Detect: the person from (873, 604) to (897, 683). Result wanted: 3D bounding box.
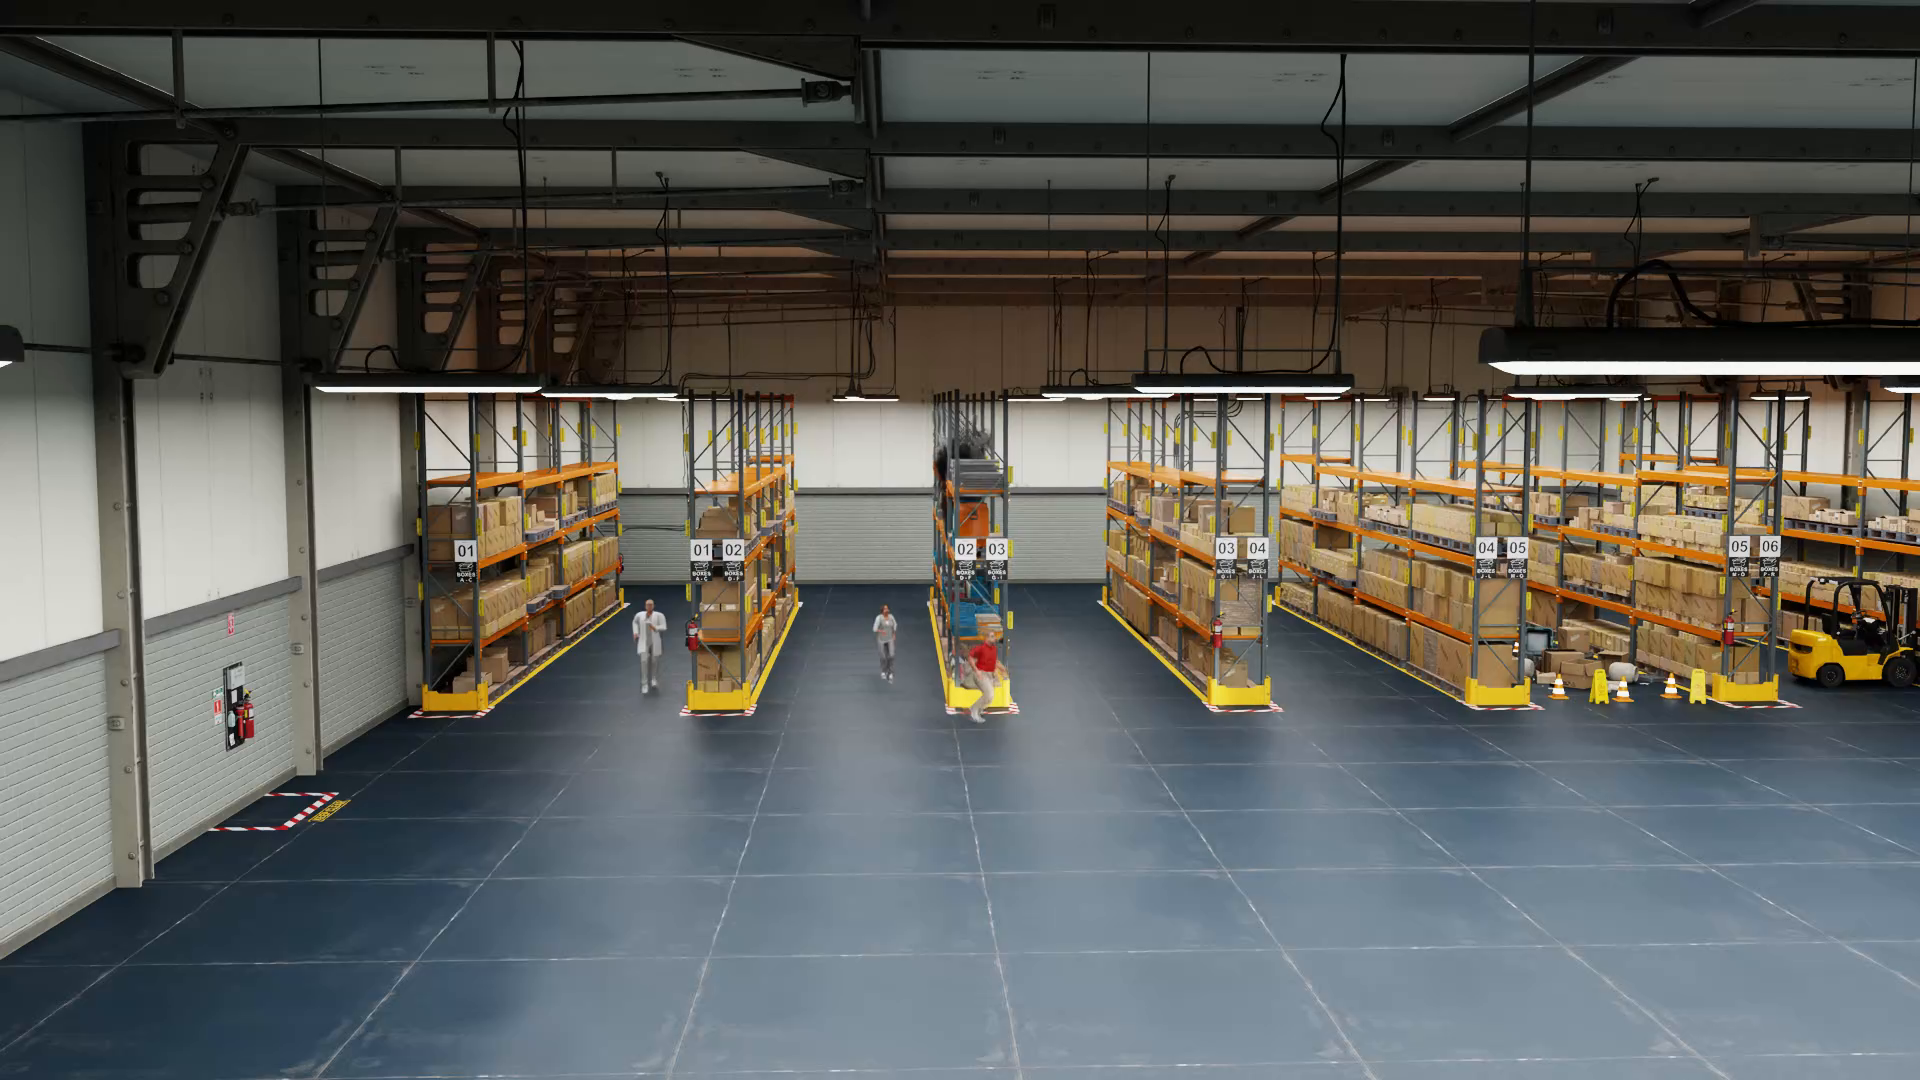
[{"bbox_3d":[-1.516,2.095,33.869,0.525,1.607,0.678,-1,5,-11],"label":"person"}]

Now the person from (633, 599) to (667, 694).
[{"bbox_3d":[-6.220,2.105,33.350,0.677,1.836,0.908,-1,5,-9],"label":"person"}]

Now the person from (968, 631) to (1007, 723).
[{"bbox_3d":[0.479,2.460,29.937,0.653,1.663,0.670,3,6,34],"label":"person"}]

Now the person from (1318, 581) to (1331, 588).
[{"bbox_3d":[10.558,0.905,48.526,0.730,1.740,0.685,4,6,39],"label":"person"}]
